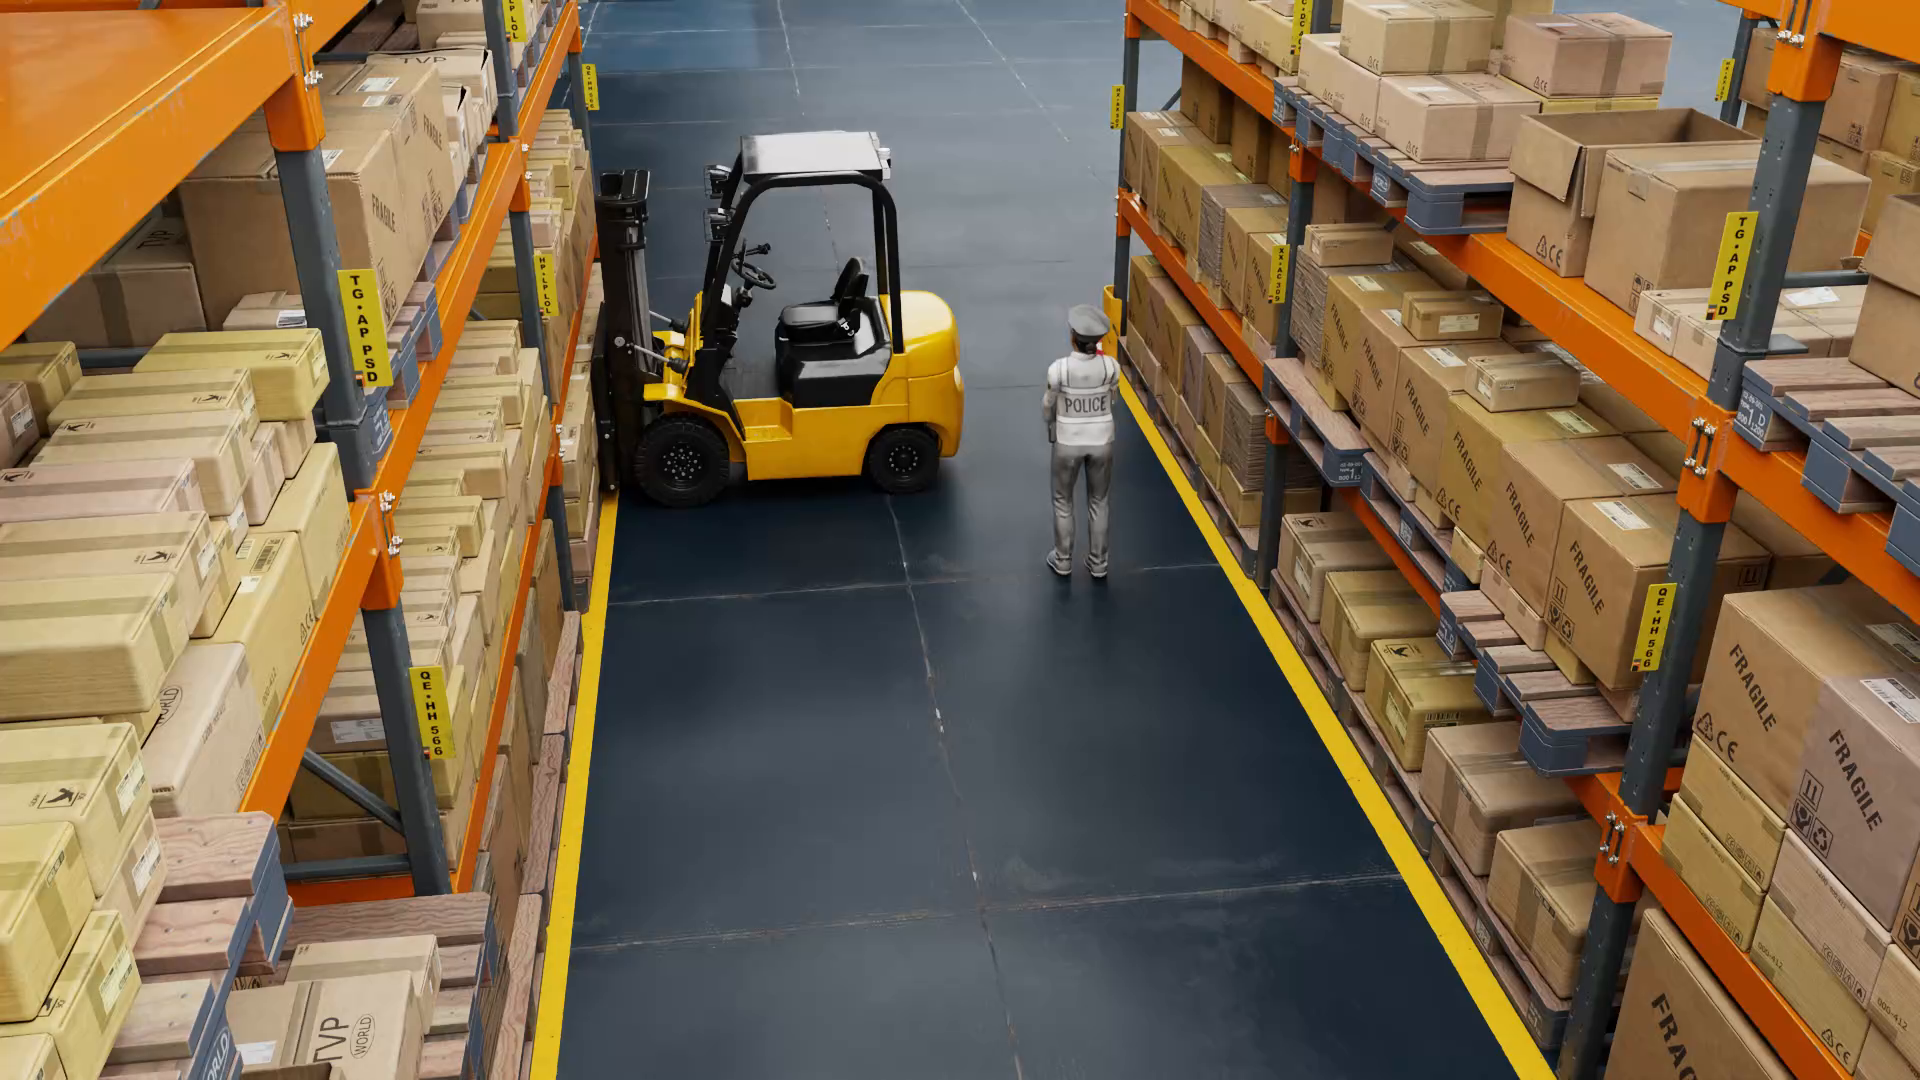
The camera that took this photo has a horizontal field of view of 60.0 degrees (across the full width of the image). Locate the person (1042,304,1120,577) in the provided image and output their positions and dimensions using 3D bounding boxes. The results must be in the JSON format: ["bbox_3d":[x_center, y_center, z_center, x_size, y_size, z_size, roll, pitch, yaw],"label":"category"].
[{"bbox_3d":[0.695,-0.593,9.745,0.435,1.691,0.526,-4,28,-8],"label":"person"}]
